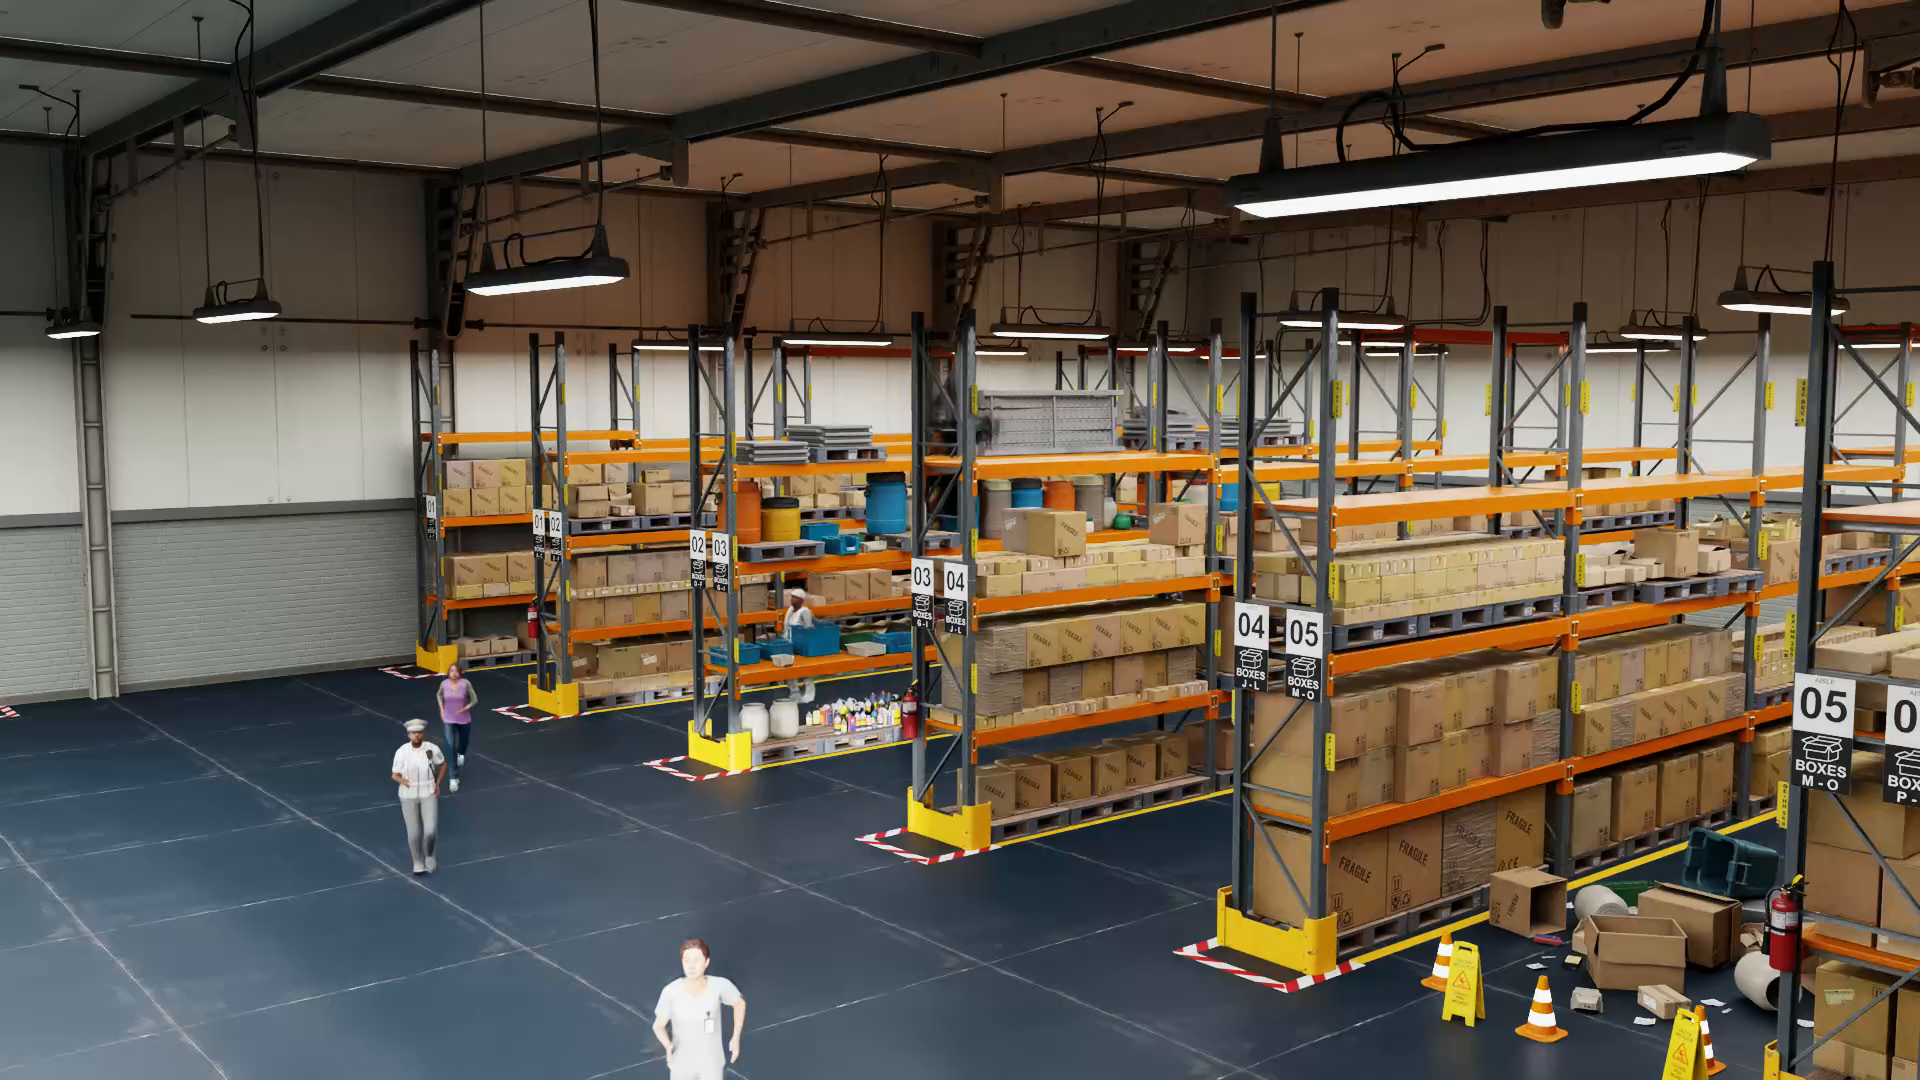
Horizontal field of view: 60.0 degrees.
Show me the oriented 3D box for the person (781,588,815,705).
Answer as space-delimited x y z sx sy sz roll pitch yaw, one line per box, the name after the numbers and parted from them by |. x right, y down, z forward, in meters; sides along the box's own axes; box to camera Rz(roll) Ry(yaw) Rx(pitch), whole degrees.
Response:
-2.517 1.681 25.415 0.621 1.886 0.660 -4 7 -40 | person

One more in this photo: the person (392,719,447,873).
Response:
-5.680 2.710 17.501 0.562 1.672 0.585 -2 6 -18 | person

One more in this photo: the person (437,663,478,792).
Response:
-6.536 2.377 21.648 0.506 1.600 1.032 -2 6 -18 | person

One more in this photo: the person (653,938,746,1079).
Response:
-1.668 3.364 10.638 0.583 1.644 0.945 0 5 -4 | person

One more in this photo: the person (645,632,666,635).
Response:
-5.421 1.556 29.804 0.599 1.668 0.937 5 7 44 | person
